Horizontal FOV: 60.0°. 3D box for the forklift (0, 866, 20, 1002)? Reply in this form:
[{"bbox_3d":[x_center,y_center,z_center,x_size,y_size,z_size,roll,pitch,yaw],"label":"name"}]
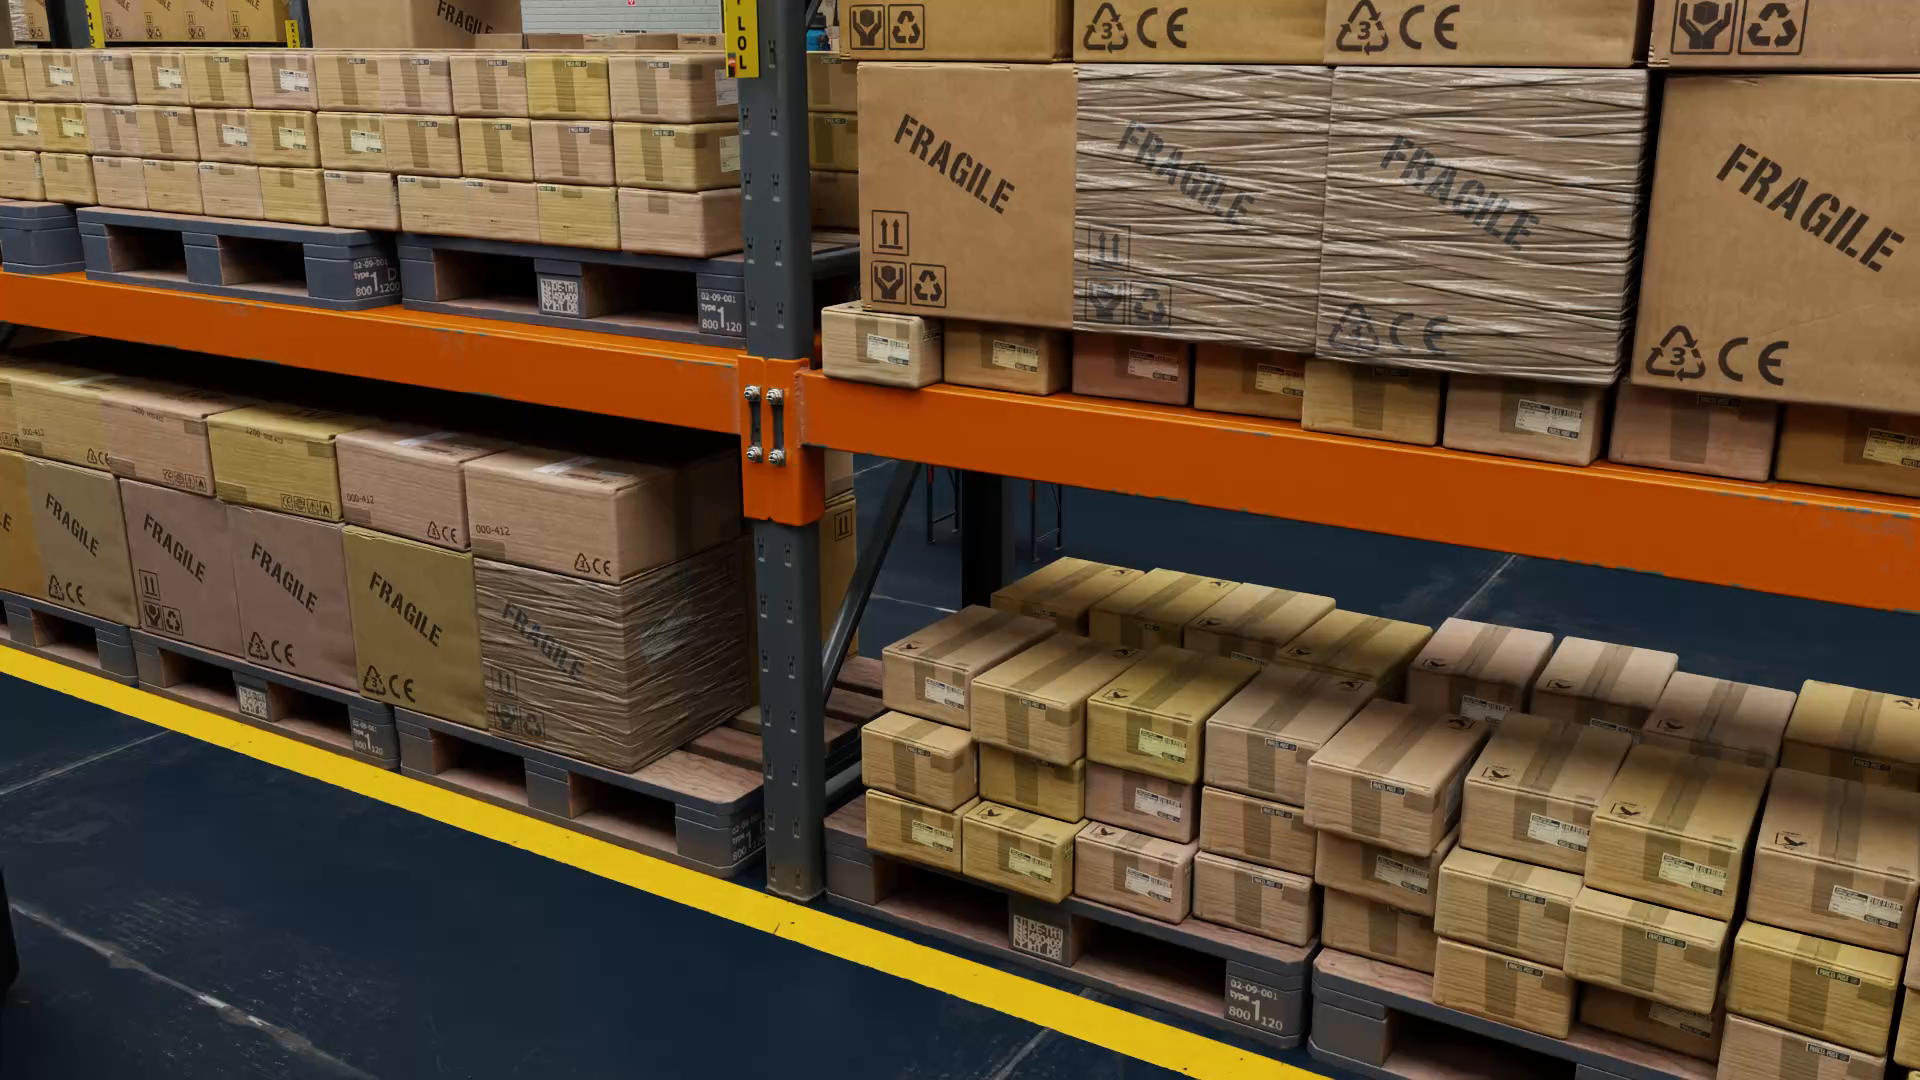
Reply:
[{"bbox_3d":[-3.430,-0.199,2.495,3.031,2.935,1.130,-3,17,-10],"label":"forklift"}]

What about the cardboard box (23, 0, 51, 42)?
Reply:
[{"bbox_3d":[-6.953,-4.167,13.036,0.500,0.500,0.500,10,20,30],"label":"cardboard box"}]

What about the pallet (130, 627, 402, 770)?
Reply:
[{"bbox_3d":[-1.866,0.341,5.394,1.213,0.211,1.003,10,20,30],"label":"pallet"}]

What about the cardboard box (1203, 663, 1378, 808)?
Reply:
[{"bbox_3d":[0.706,0.410,3.531,0.250,0.149,0.380,10,19,29],"label":"cardboard box"}]

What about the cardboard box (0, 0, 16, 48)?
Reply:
[{"bbox_3d":[-3.944,-1.895,6.066,0.500,0.500,0.700,10,20,30],"label":"cardboard box"}]

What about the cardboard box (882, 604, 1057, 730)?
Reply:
[{"bbox_3d":[0.027,0.293,3.915,0.250,0.149,0.380,11,20,32],"label":"cardboard box"}]

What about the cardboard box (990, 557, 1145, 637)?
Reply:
[{"bbox_3d":[0.281,0.179,4.291,0.250,0.149,0.380,11,20,32],"label":"cardboard box"}]

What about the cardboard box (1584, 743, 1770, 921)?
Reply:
[{"bbox_3d":[1.345,0.537,3.112,0.250,0.149,0.380,10,20,30],"label":"cardboard box"}]

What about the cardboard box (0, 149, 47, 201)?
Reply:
[{"bbox_3d":[-2.832,-1.179,5.311,0.250,0.149,0.380,11,20,33],"label":"cardboard box"}]

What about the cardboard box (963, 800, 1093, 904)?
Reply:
[{"bbox_3d":[0.211,0.649,3.766,0.250,0.149,0.380,11,20,32],"label":"cardboard box"}]

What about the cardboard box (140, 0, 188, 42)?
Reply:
[{"bbox_3d":[-5.673,-3.940,12.288,0.500,0.500,0.500,10,20,30],"label":"cardboard box"}]

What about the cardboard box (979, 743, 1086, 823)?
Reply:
[{"bbox_3d":[0.246,0.482,3.804,0.250,0.149,0.380,10,20,30],"label":"cardboard box"}]

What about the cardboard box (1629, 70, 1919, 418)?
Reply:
[{"bbox_3d":[1.440,-0.509,2.711,0.500,0.500,0.500,11,20,33],"label":"cardboard box"}]

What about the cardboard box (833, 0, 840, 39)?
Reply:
[{"bbox_3d":[-1.197,-6.612,21.083,0.500,0.500,0.700,10,20,30],"label":"cardboard box"}]

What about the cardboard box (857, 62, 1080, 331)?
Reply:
[{"bbox_3d":[0.132,-0.742,3.479,0.500,0.500,0.500,10,19,29],"label":"cardboard box"}]

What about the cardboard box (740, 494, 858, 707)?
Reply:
[{"bbox_3d":[-0.649,0.128,4.879,0.500,0.500,0.500,11,20,32],"label":"cardboard box"}]

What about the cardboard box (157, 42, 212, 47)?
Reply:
[{"bbox_3d":[-5.531,-3.529,12.655,0.500,0.500,0.875,10,20,30],"label":"cardboard box"}]

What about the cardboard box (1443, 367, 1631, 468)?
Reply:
[{"bbox_3d":[1.060,-0.257,2.998,0.250,0.149,0.380,11,20,32],"label":"cardboard box"}]

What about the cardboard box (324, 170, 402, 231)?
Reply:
[{"bbox_3d":[-1.487,-0.938,4.519,0.250,0.149,0.380,9,19,28],"label":"cardboard box"}]

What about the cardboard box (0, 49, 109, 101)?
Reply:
[{"bbox_3d":[-2.837,-1.466,5.234,0.250,0.149,0.380,10,20,30],"label":"cardboard box"}]

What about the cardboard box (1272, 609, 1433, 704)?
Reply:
[{"bbox_3d":[0.916,0.303,3.883,0.250,0.149,0.380,11,20,32],"label":"cardboard box"}]

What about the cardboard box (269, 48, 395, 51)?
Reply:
[{"bbox_3d":[-2.041,-1.546,5.495,0.250,0.149,0.380,10,20,30],"label":"cardboard box"}]

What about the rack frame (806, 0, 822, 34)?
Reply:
[{"bbox_3d":[-0.885,-2.511,9.986,0.127,3.000,1.000,10,20,30],"label":"rack frame"}]

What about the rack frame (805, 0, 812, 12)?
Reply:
[{"bbox_3d":[-1.701,-4.346,16.028,0.127,3.000,1.000,10,20,30],"label":"rack frame"}]

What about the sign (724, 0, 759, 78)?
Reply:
[{"bbox_3d":[-0.446,-1.105,3.367,0.005,0.325,0.100,10,20,30],"label":"sign"}]

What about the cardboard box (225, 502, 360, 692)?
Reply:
[{"bbox_3d":[-1.792,0.098,4.975,0.500,0.500,0.500,10,19,29],"label":"cardboard box"}]

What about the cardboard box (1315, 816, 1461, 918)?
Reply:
[{"bbox_3d":[0.923,0.600,3.417,0.250,0.149,0.380,11,20,33],"label":"cardboard box"}]

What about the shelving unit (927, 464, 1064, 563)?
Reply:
[{"bbox_3d":[0.141,-0.549,6.624,0.503,1.200,0.258,10,20,30],"label":"shelving unit"}]

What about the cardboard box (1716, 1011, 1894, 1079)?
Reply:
[{"bbox_3d":[1.551,0.874,3.025,0.250,0.149,0.380,11,20,31],"label":"cardboard box"}]

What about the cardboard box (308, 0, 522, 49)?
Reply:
[{"bbox_3d":[-3.690,-3.452,11.329,1.000,1.000,1.000,10,20,30],"label":"cardboard box"}]

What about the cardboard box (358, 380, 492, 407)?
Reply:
[{"bbox_3d":[-1.537,-0.390,5.292,0.500,0.250,0.500,11,20,32],"label":"cardboard box"}]

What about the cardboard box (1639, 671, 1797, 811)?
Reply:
[{"bbox_3d":[1.586,0.424,3.484,0.250,0.149,0.380,10,20,30],"label":"cardboard box"}]

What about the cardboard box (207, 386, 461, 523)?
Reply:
[{"bbox_3d":[-1.814,-0.262,4.872,0.500,0.250,0.500,9,19,28],"label":"cardboard box"}]

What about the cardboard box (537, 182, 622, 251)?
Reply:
[{"bbox_3d":[-0.822,-0.821,4.132,0.250,0.149,0.380,10,20,30],"label":"cardboard box"}]

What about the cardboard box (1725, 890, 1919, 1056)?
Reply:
[{"bbox_3d":[1.551,0.732,2.980,0.250,0.149,0.380,11,20,33],"label":"cardboard box"}]

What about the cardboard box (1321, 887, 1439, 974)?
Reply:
[{"bbox_3d":[0.940,0.733,3.491,0.250,0.149,0.380,9,19,28],"label":"cardboard box"}]

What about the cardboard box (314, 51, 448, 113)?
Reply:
[{"bbox_3d":[-1.482,-1.226,4.443,0.250,0.149,0.380,9,19,28],"label":"cardboard box"}]

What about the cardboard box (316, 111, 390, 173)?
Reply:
[{"bbox_3d":[-1.492,-1.083,4.483,0.250,0.149,0.380,9,19,27],"label":"cardboard box"}]

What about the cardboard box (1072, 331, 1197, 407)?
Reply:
[{"bbox_3d":[0.426,-0.397,3.458,0.250,0.149,0.380,9,19,28],"label":"cardboard box"}]

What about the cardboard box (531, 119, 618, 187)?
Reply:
[{"bbox_3d":[-0.826,-0.964,4.091,0.250,0.149,0.380,10,20,30],"label":"cardboard box"}]

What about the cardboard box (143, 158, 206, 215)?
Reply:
[{"bbox_3d":[-2.160,-1.059,4.918,0.250,0.149,0.380,10,20,31],"label":"cardboard box"}]

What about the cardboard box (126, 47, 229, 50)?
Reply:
[{"bbox_3d":[-2.696,-1.663,5.883,0.250,0.149,0.380,10,19,29],"label":"cardboard box"}]

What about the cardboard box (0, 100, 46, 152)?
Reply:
[{"bbox_3d":[-2.799,-1.317,5.254,0.250,0.149,0.380,9,19,28],"label":"cardboard box"}]

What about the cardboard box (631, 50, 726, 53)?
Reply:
[{"bbox_3d":[-0.711,-1.309,4.716,0.250,0.149,0.380,10,20,31],"label":"cardboard box"}]

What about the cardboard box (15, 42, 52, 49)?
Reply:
[{"bbox_3d":[-7.247,-3.827,13.637,0.500,0.500,0.875,10,20,30],"label":"cardboard box"}]

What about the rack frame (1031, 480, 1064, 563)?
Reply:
[{"bbox_3d":[0.349,-0.512,6.502,0.015,1.200,0.240,10,20,30],"label":"rack frame"}]

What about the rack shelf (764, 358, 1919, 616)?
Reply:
[{"bbox_3d":[1.546,-0.041,3.093,4.000,0.370,1.077,10,20,30],"label":"rack shelf"}]

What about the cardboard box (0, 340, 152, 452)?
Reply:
[{"bbox_3d":[-3.106,-0.497,5.644,0.500,0.250,0.500,9,19,28],"label":"cardboard box"}]

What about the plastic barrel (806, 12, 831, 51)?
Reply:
[{"bbox_3d":[-1.531,-4.452,15.514,0.708,0.901,0.600,10,20,30],"label":"plastic barrel"}]

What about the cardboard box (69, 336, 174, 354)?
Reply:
[{"bbox_3d":[-2.847,-0.622,6.058,0.500,0.250,0.500,10,19,29],"label":"cardboard box"}]

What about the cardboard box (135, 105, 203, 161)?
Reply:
[{"bbox_3d":[-2.162,-1.202,4.876,0.250,0.149,0.380,10,20,30],"label":"cardboard box"}]

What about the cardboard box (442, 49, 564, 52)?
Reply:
[{"bbox_3d":[-1.355,-1.425,5.098,0.250,0.149,0.380,11,20,32],"label":"cardboard box"}]

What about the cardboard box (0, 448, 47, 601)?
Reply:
[{"bbox_3d":[-3.097,-0.132,5.733,0.500,0.500,0.500,9,19,28],"label":"cardboard box"}]

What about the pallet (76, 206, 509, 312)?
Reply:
[{"bbox_3d":[-1.858,-0.915,5.063,1.213,0.211,1.003,10,20,30],"label":"pallet"}]

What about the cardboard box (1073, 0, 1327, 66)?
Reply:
[{"bbox_3d":[0.548,-1.154,3.115,0.500,0.500,0.500,9,19,28],"label":"cardboard box"}]

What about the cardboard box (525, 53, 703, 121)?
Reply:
[{"bbox_3d":[-0.832,-1.108,4.055,0.250,0.149,0.380,9,19,28],"label":"cardboard box"}]

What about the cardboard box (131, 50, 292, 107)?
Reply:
[{"bbox_3d":[-2.153,-1.345,4.836,0.250,0.149,0.380,11,20,32],"label":"cardboard box"}]

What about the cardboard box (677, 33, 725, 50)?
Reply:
[{"bbox_3d":[-1.366,-2.832,10.149,0.500,0.500,0.500,8,18,23],"label":"cardboard box"}]

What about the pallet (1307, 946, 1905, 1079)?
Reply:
[{"bbox_3d":[1.476,0.924,3.478,1.213,0.211,1.003,10,20,30],"label":"pallet"}]
